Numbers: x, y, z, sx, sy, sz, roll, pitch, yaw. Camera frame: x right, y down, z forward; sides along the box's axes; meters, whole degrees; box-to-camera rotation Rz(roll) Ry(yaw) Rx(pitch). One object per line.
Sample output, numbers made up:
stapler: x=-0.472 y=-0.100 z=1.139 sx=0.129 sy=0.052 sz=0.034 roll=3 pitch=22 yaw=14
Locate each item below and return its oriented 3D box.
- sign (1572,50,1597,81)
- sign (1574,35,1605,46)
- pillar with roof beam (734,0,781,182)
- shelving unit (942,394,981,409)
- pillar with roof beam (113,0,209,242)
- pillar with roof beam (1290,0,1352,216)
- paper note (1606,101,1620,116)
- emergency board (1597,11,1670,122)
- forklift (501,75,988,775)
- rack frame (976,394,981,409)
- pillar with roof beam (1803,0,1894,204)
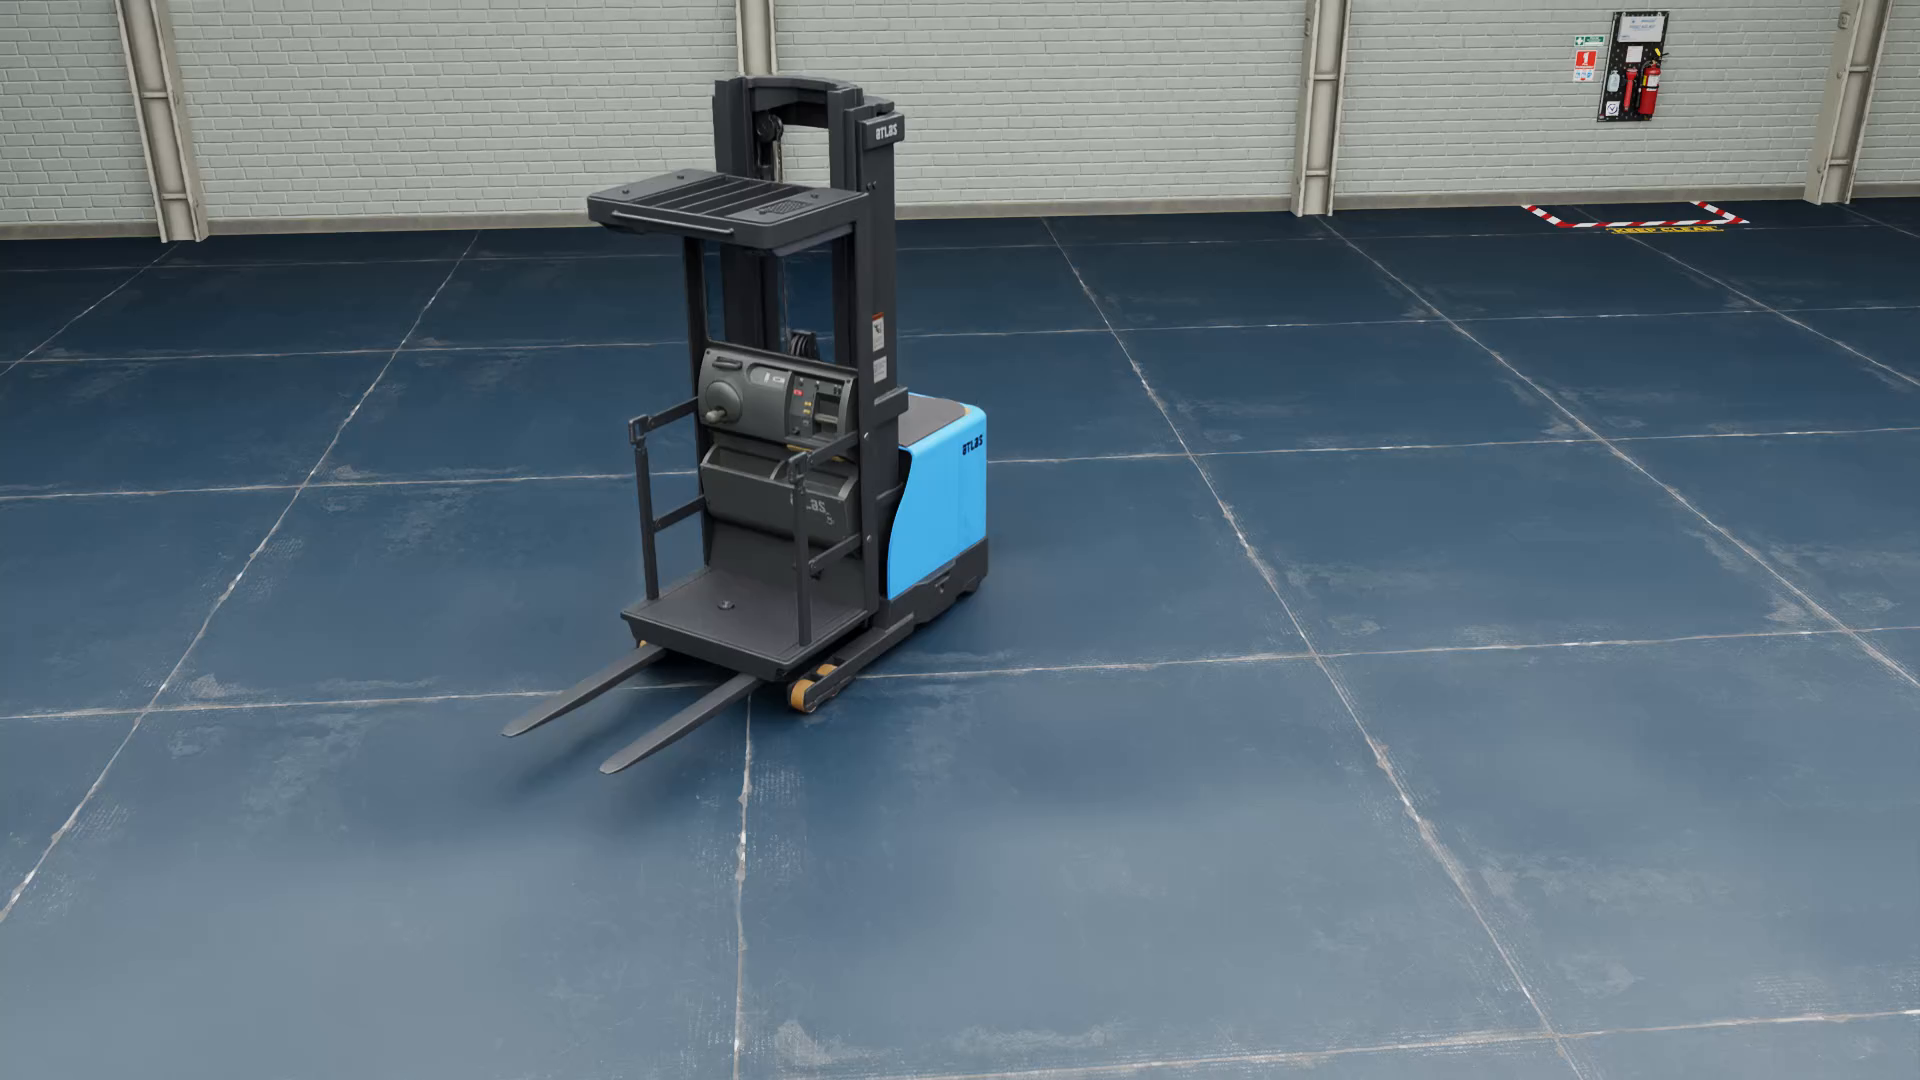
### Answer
sign: x=6.829 y=-5.182 z=18.171 sx=0.234 sy=0.329 sz=0.001 roll=-2 pitch=24 yaw=-5
sign: x=6.834 y=-5.420 z=18.056 sx=0.331 sy=0.109 sz=0.001 roll=-2 pitch=24 yaw=-5
pillar with roof beam: x=-1.666 y=-5.751 z=12.110 sx=0.400 sy=9.000 sz=9.100 roll=-2 pitch=24 yaw=-5
shelving unit: x=0.008 y=-0.412 z=10.068 sx=0.210 sy=0.900 sz=0.258 roll=-2 pitch=24 yaw=-5
pillar with roof beam: x=-7.637 y=-5.512 z=11.571 sx=0.400 sy=9.000 sz=9.100 roll=-2 pitch=24 yaw=-5
pillar with roof beam: x=4.304 y=-5.991 z=12.649 sx=0.400 sy=9.000 sz=9.100 roll=-2 pitch=24 yaw=-5
paper note: x=7.206 y=-4.764 z=18.360 sx=0.142 sy=0.148 sz=0.016 roll=-2 pitch=24 yaw=-5
emergency board: x=7.389 y=-5.146 z=18.134 sx=0.643 sy=1.169 sz=0.194 roll=-2 pitch=24 yaw=-5
forklift: x=-1.042 y=-0.691 z=8.197 sx=1.130 sy=2.935 sz=3.031 roll=14 pitch=28 yaw=29
rack frame: x=0.109 y=-0.416 z=10.077 sx=0.006 sy=0.900 sz=0.240 roll=-2 pitch=24 yaw=-5
pillar with roof beam: x=10.275 y=-6.230 z=13.188 sx=0.400 sy=9.000 sz=9.100 roll=-2 pitch=24 yaw=-5
